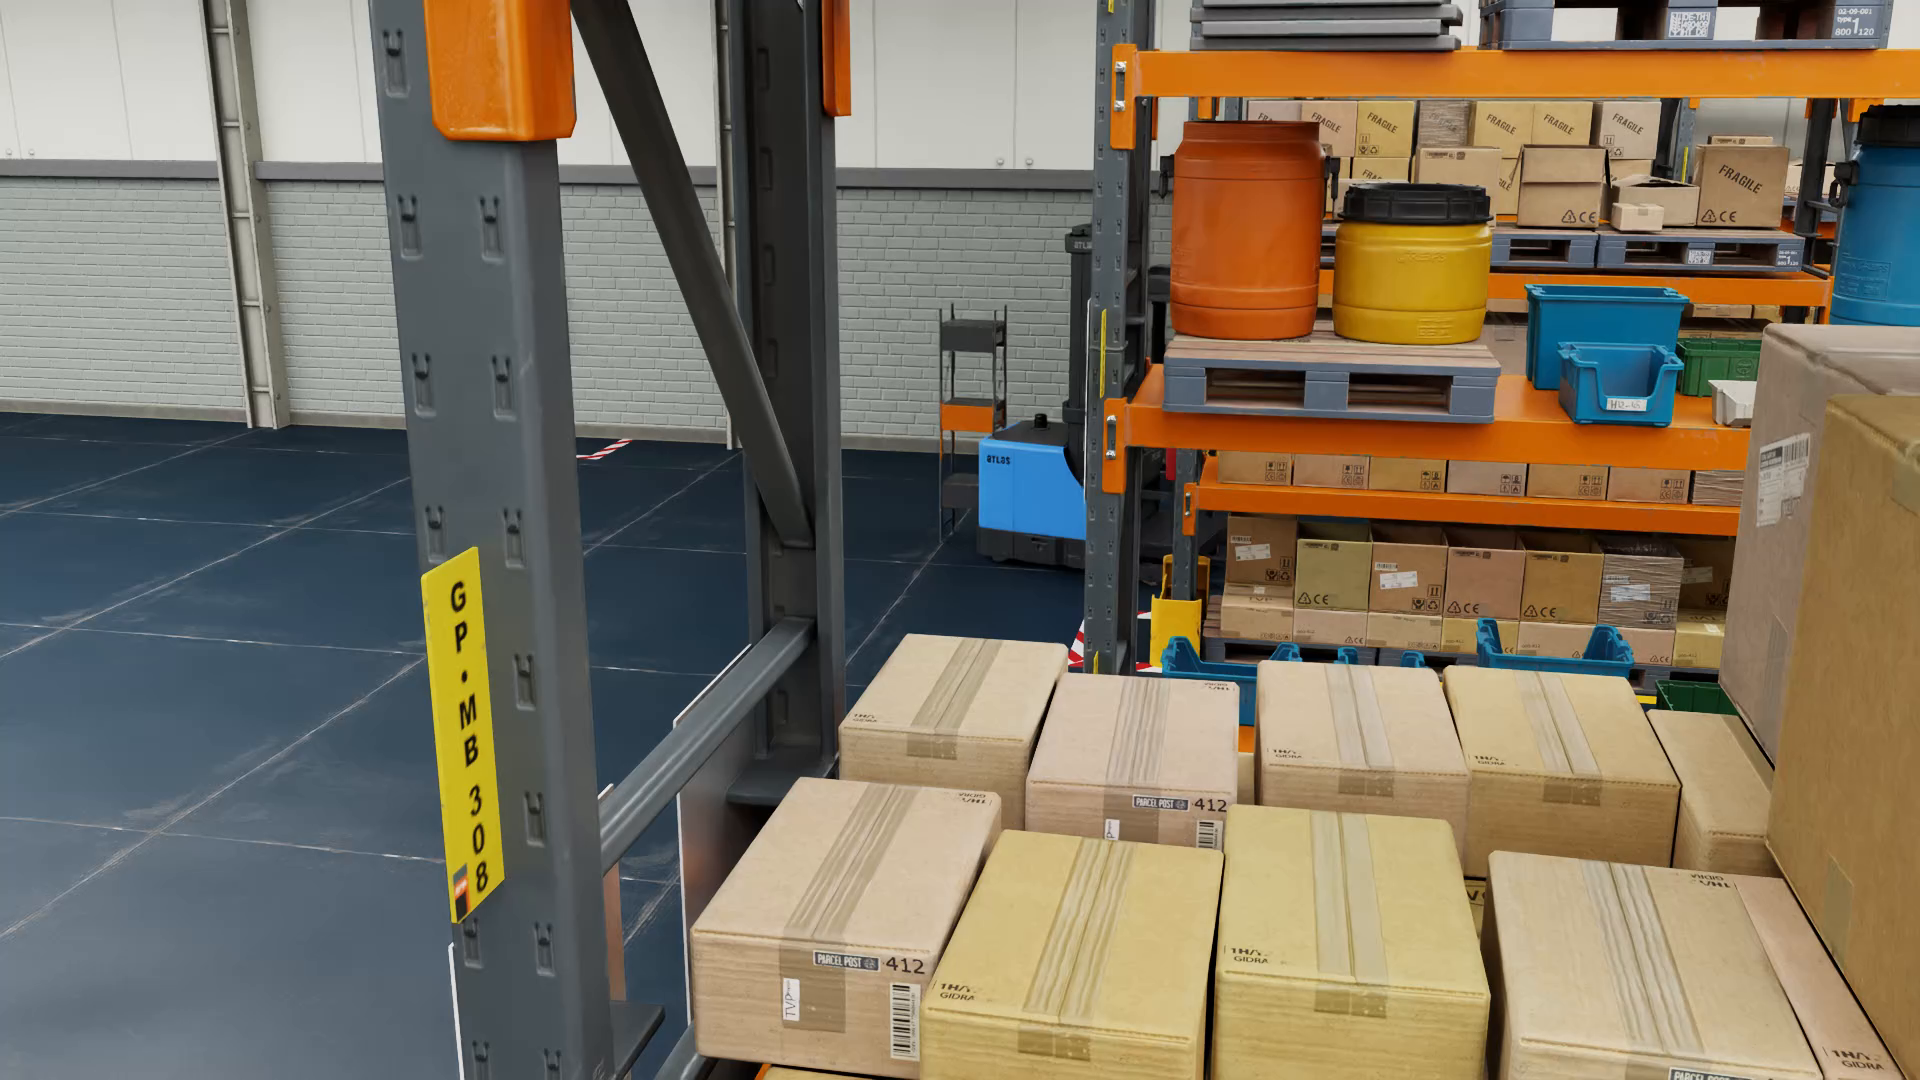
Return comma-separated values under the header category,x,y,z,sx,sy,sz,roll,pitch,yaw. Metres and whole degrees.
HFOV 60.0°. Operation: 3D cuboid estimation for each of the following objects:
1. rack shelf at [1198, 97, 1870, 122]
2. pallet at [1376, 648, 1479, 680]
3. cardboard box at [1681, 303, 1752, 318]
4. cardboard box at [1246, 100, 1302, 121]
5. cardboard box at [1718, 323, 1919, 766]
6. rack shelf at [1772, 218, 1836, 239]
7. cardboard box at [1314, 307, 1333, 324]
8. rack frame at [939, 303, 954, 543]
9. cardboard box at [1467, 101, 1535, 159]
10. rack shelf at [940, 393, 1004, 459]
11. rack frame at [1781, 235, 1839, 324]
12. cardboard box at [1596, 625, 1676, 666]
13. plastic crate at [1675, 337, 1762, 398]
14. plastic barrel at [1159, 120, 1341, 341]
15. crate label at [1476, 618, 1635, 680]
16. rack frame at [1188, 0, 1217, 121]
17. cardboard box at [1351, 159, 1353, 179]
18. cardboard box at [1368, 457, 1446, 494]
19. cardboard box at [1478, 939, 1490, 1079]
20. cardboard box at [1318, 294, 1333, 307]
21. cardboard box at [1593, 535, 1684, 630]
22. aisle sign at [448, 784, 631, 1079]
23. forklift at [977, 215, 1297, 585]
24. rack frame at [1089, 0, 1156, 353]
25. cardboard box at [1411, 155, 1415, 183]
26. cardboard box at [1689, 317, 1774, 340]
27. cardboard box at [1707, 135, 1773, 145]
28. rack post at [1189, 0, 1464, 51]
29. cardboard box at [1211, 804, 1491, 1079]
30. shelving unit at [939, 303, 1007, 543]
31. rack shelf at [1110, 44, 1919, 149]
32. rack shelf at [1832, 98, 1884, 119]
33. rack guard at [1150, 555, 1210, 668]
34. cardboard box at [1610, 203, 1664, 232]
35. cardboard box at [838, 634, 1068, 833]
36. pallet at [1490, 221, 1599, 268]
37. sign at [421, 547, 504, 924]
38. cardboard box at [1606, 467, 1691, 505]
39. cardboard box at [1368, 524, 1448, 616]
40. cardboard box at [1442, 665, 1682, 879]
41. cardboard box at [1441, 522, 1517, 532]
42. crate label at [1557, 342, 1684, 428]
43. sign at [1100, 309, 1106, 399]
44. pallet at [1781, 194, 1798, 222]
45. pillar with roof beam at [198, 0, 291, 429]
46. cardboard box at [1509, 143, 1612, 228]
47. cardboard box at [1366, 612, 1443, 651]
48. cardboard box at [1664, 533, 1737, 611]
category,x,y,z,sx,sy,sz,roll,pitch,yaw
rack shelf,3.604,-2.938,10.836,4.000,0.370,1.077,3,16,11
pallet,3.594,0.747,11.900,1.213,0.211,1.003,3,16,11
cardboard box,7.040,-2.000,15.581,0.500,0.500,0.700,3,16,11
cardboard box,2.957,-3.890,15.698,0.500,0.500,0.500,2,16,7
cardboard box,1.236,0.037,1.938,0.500,0.500,0.500,3,16,11
rack shelf,8.508,-2.768,15.094,4.000,0.370,1.077,3,16,11
cardboard box,2.668,-1.308,11.478,0.500,0.500,0.700,3,16,10
rack frame,-0.117,-1.033,14.787,0.015,2.100,0.400,4,16,16
cardboard box,4.950,-3.768,15.259,0.500,0.500,0.500,3,16,9
rack shelf,0.117,-1.001,14.724,0.480,0.518,0.431,4,16,16
rack frame,5.564,-0.479,11.104,0.127,3.000,1.000,3,16,11
cardboard box,4.578,0.647,11.403,0.500,0.250,0.500,3,16,11
plastic crate,3.082,-0.682,6.615,0.450,0.188,0.336,3,16,11
plastic barrel,1.155,-1.259,6.708,0.708,0.830,0.600,3,16,11
crate label,2.511,0.613,7.092,0.616,0.435,0.502,3,16,11
rack frame,1.644,-3.583,11.071,0.127,3.000,1.000,3,16,11
cardboard box,3.573,-3.515,16.220,0.500,0.500,0.500,3,16,11
cardboard box,3.100,-0.658,11.560,0.500,0.500,0.700,3,16,11
cardboard box,0.594,0.645,1.707,0.500,0.250,0.500,3,16,10
cardboard box,3.518,-2.154,15.988,0.500,0.500,0.500,3,16,11
cardboard box,4.579,0.285,11.304,0.500,0.500,0.500,3,16,11
aisle sign,-0.454,0.721,1.899,0.004,0.787,0.394,3,16,11
forklift,1.706,-1.181,13.764,3.031,2.935,1.130,7,17,24
rack frame,0.654,-2.288,6.394,0.127,3.000,1.000,3,16,11
cardboard box,4.464,-3.321,15.518,0.500,0.500,0.500,4,16,15
cardboard box,5.128,-1.175,10.997,0.500,0.500,0.700,3,16,11
cardboard box,7.068,-3.422,15.132,0.500,0.500,0.500,5,16,19
rack post,1.369,-1.973,6.195,0.954,0.300,0.937,5,16,17
cardboard box,0.397,0.429,1.739,0.250,0.149,0.380,3,16,10
shelving unit,0.117,-1.014,14.720,0.503,2.100,0.431,4,16,16
rack shelf,2.614,-1.642,6.159,4.000,0.370,1.077,3,16,11
rack shelf,7.524,-2.725,10.068,4.000,0.370,1.077,3,16,11
rack guard,1.621,0.511,12.210,0.348,0.500,1.175,3,16,11
cardboard box,4.328,-2.066,10.636,0.250,0.149,0.380,3,16,11
cardboard box,0.001,0.267,2.325,0.250,0.149,0.380,3,16,11
pallet,3.531,-1.986,11.091,1.213,0.211,1.003,3,16,11
sign,-0.441,0.174,1.488,0.005,0.325,0.100,3,16,11
cardboard box,4.610,-0.576,11.265,0.500,0.500,0.700,3,16,11
cardboard box,3.109,0.205,11.592,0.500,0.500,0.500,3,16,11
cardboard box,0.773,0.304,2.190,0.250,0.149,0.380,3,16,11
cardboard box,3.702,0.096,11.985,0.500,0.500,0.500,3,16,11
crate label,2.422,-0.585,6.143,0.408,0.251,0.502,3,16,11
sign,0.540,-0.703,6.275,0.005,0.325,0.100,3,16,11
pallet,7.132,-3.070,15.188,1.003,0.211,1.213,3,16,11
pillar with roof beam,-9.131,-4.581,14.671,0.400,9.000,9.100,3,16,11
cardboard box,3.976,-2.365,11.050,0.637,0.503,0.797,5,16,17
cardboard box,3.106,0.570,11.681,0.500,0.250,0.500,3,16,11
cardboard box,5.172,0.175,11.699,0.500,0.500,0.500,3,16,11
